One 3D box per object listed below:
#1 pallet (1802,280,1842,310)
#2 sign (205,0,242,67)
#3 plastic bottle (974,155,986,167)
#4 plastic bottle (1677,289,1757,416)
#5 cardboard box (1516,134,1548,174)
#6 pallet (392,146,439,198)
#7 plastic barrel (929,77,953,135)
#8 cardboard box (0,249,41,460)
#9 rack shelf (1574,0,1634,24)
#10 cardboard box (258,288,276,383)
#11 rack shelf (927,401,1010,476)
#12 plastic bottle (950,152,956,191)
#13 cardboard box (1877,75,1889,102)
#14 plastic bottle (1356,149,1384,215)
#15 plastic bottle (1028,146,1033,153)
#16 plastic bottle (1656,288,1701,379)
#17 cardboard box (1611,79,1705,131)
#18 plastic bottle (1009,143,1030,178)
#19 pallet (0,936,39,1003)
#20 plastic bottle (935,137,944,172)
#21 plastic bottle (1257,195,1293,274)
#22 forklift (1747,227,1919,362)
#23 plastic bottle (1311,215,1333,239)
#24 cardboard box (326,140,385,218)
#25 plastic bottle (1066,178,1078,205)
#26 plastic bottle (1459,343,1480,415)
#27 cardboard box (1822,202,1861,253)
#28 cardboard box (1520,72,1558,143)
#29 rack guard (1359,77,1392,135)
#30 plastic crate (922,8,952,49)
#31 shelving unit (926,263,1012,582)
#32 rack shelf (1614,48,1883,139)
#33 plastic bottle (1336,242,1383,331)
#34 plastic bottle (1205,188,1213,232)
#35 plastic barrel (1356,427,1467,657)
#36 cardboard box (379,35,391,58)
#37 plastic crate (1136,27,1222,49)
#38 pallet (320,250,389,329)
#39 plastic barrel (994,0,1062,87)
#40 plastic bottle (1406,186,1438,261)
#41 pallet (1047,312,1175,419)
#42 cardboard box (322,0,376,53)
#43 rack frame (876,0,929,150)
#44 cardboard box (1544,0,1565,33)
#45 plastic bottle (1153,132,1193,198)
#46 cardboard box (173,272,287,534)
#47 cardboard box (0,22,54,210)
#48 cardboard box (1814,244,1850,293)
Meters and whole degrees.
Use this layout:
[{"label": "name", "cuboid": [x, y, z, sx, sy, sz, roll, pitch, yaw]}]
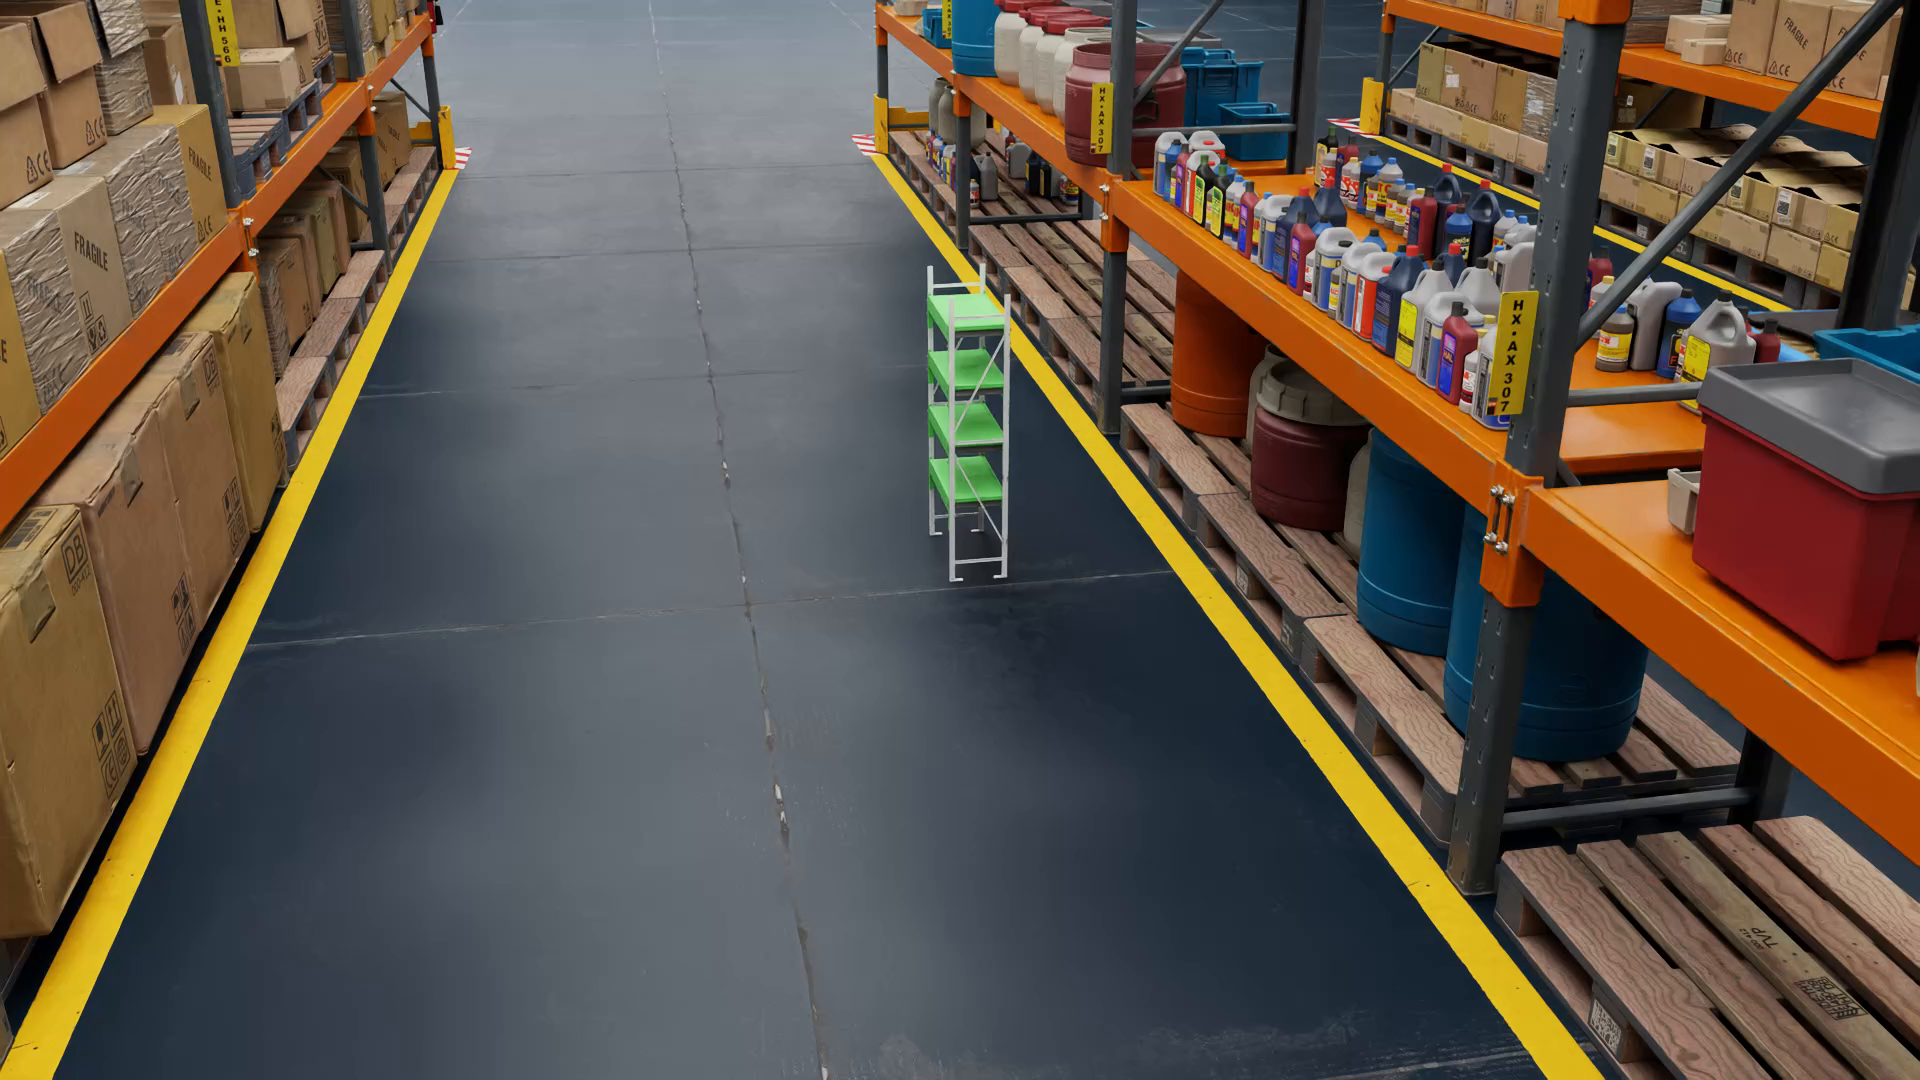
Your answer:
[{"label": "pallet", "cuboid": [5.965, -1.375, 10.134, 1.003, 0.211, 1.213, -4, 24, -10]}, {"label": "sign", "cuboid": [-3.113, -2.167, 7.018, 0.100, 0.325, 0.005, -4, 24, -10]}, {"label": "plastic bottle", "cuboid": [0.173, -2.816, 12.803, 0.152, 0.276, 0.135, -4, 24, -10]}, {"label": "plastic bottle", "cuboid": [2.195, -0.543, 4.808, 0.144, 0.351, 0.185, -4, 24, -10]}, {"label": "cardboard box", "cuboid": [4.955, -3.195, 13.729, 0.500, 0.250, 0.500, -4, 24, -10]}, {"label": "pallet", "cuboid": [-5.008, -3.111, 14.109, 1.003, 0.211, 1.213, -4, 24, -10]}, {"label": "plastic barrel", "cuboid": [-0.073, -3.907, 15.031, 0.421, 0.512, 0.421, 0, 24, 0]}, {"label": "cardboard box", "cuboid": [-2.851, -0.464, 4.439, 0.500, 0.500, 0.500, -4, 24, -10]}, {"label": "rack shelf", "cuboid": [2.319, -0.646, 2.132, 1.077, 0.370, 4.000, -4, 24, -10]}, {"label": "cardboard box", "cuboid": [-3.801, -0.912, 8.165, 0.700, 0.500, 0.500, -6, 24, -13]}, {"label": "rack shelf", "cuboid": [0.031, -0.426, 6.886, 0.258, 0.148, 0.480, -4, 24, -10]}, {"label": "plastic bottle", "cuboid": [-0.039, -2.859, 12.894, 0.061, 0.283, 0.133, -3, 24, -6]}, {"label": "cardboard box", "cuboid": [5.787, -2.708, 10.017, 0.380, 0.149, 0.250, -3, 24, -6]}, {"label": "plastic bottle", "cuboid": [1.786, -1.560, 7.235, 0.097, 0.271, 0.097, 0, 24, 0]}, {"label": "plastic bottle", "cuboid": [0.615, -3.112, 13.387, 0.144, 0.351, 0.185, -4, 24, -10]}, {"label": "plastic bottle", "cuboid": [2.219, -0.639, 5.126, 0.097, 0.271, 0.097, 0, 24, 0]}, {"label": "cardboard box", "cuboid": [5.561, -3.381, 13.217, 0.500, 0.500, 0.500, -4, 24, -10]}, {"label": "plastic bottle", "cuboid": [0.474, -3.056, 13.354, 0.152, 0.276, 0.135, -4, 24, -10]}, {"label": "pallet", "cuboid": [-3.135, 0.959, 4.790, 1.003, 0.211, 1.213, -4, 24, -10]}, {"label": "plastic bottle", "cuboid": [-0.159, -3.148, 13.570, 0.097, 0.271, 0.097, 0, 24, 0]}, {"label": "plastic bottle", "cuboid": [1.229, -1.164, 6.323, 0.152, 0.276, 0.135, -4, 24, -10]}, {"label": "forklift", "cuboid": [4.543, -1.144, 6.207, 3.031, 2.935, 1.130, -3, 24, -6]}, {"label": "plastic bottle", "cuboid": [1.317, -1.046, 6.059, 0.097, 0.271, 0.097, 0, 24, 0]}, {"label": "cardboard box", "cuboid": [-4.545, -2.600, 12.053, 0.500, 0.500, 0.500, 3, 24, 7]}, {"label": "plastic bottle", "cuboid": [0.842, -2.643, 12.414, 0.097, 0.271, 0.097, 0, 24, 0]}, {"label": "plastic bottle", "cuboid": [1.511, -0.471, 4.829, 0.097, 0.201, 0.097, 0, 24, 0]}, {"label": "cardboard box", "cuboid": [5.637, -1.907, 10.079, 0.500, 0.311, 0.500, -5, 24, -11]}, {"label": "cardboard box", "cuboid": [4.957, -3.539, 13.579, 0.500, 0.500, 0.500, -4, 24, -10]}, {"label": "rack guard", "cuboid": [4.595, -4.337, 16.555, 1.175, 0.500, 0.348, -4, 24, -10]}, {"label": "plastic crate", "cuboid": [-0.001, -3.881, 12.575, 0.499, 0.251, 0.616, -4, 24, -10]}, {"label": "shelving unit", "cuboid": [0.031, -0.485, 6.861, 0.258, 1.200, 0.503, -4, 24, -10]}, {"label": "rack shelf", "cuboid": [5.709, -2.783, 10.773, 1.077, 0.370, 4.000, -4, 24, -10]}, {"label": "plastic bottle", "cuboid": [1.373, -0.857, 5.619, 0.152, 0.276, 0.135, -4, 24, -10]}, {"label": "plastic bottle", "cuboid": [1.077, -1.394, 6.941, 0.097, 0.201, 0.097, 0, 24, 0]}, {"label": "plastic barrel", "cuboid": [1.735, -0.112, 5.856, 0.600, 0.901, 0.708, -4, 24, -10]}, {"label": "cardboard box", "cuboid": [-4.310, -3.554, 11.953, 0.380, 0.149, 0.250, -4, 24, -10]}, {"label": "plastic crate", "cuboid": [1.212, -2.648, 9.486, 0.402, 0.464, 0.583, -4, 24, -10]}, {"label": "pallet", "cuboid": [-4.252, -1.584, 10.612, 1.003, 0.211, 1.213, -4, 24, -10]}, {"label": "plastic barrel", "cuboid": [0.432, -3.204, 10.668, 0.433, 0.535, 0.433, 0, 24, 0]}, {"label": "plastic bottle", "cuboid": [1.808, -1.247, 6.503, 0.061, 0.283, 0.133, -4, 24, -10]}, {"label": "pallet", "cuboid": [1.105, -0.991, 9.254, 1.003, 0.211, 1.213, -4, 24, -10]}, {"label": "cardboard box", "cuboid": [-4.420, -3.531, 11.091, 0.875, 0.500, 0.500, -4, 24, -10]}, {"label": "rack frame", "cuboid": [-0.270, -5.108, 15.197, 1.000, 3.000, 0.127, -4, 24, -10]}, {"label": "cardboard box", "cuboid": [5.147, -4.326, 13.283, 0.700, 0.500, 0.500, -5, 24, -10]}, {"label": "plastic bottle", "cuboid": [0.972, -1.710, 7.572, 0.152, 0.276, 0.135, -4, 24, -10]}, {"label": "cardboard box", "cuboid": [-3.551, -0.540, 6.869, 1.225, 0.875, 0.875, -5, 24, -12]}, {"label": "cardboard box", "cuboid": [-3.290, -1.291, 5.080, 0.797, 0.503, 0.637, -4, 24, -8]}, {"label": "cardboard box", "cuboid": [5.643, -1.650, 10.190, 0.500, 0.250, 0.500, -5, 24, -10]}]
